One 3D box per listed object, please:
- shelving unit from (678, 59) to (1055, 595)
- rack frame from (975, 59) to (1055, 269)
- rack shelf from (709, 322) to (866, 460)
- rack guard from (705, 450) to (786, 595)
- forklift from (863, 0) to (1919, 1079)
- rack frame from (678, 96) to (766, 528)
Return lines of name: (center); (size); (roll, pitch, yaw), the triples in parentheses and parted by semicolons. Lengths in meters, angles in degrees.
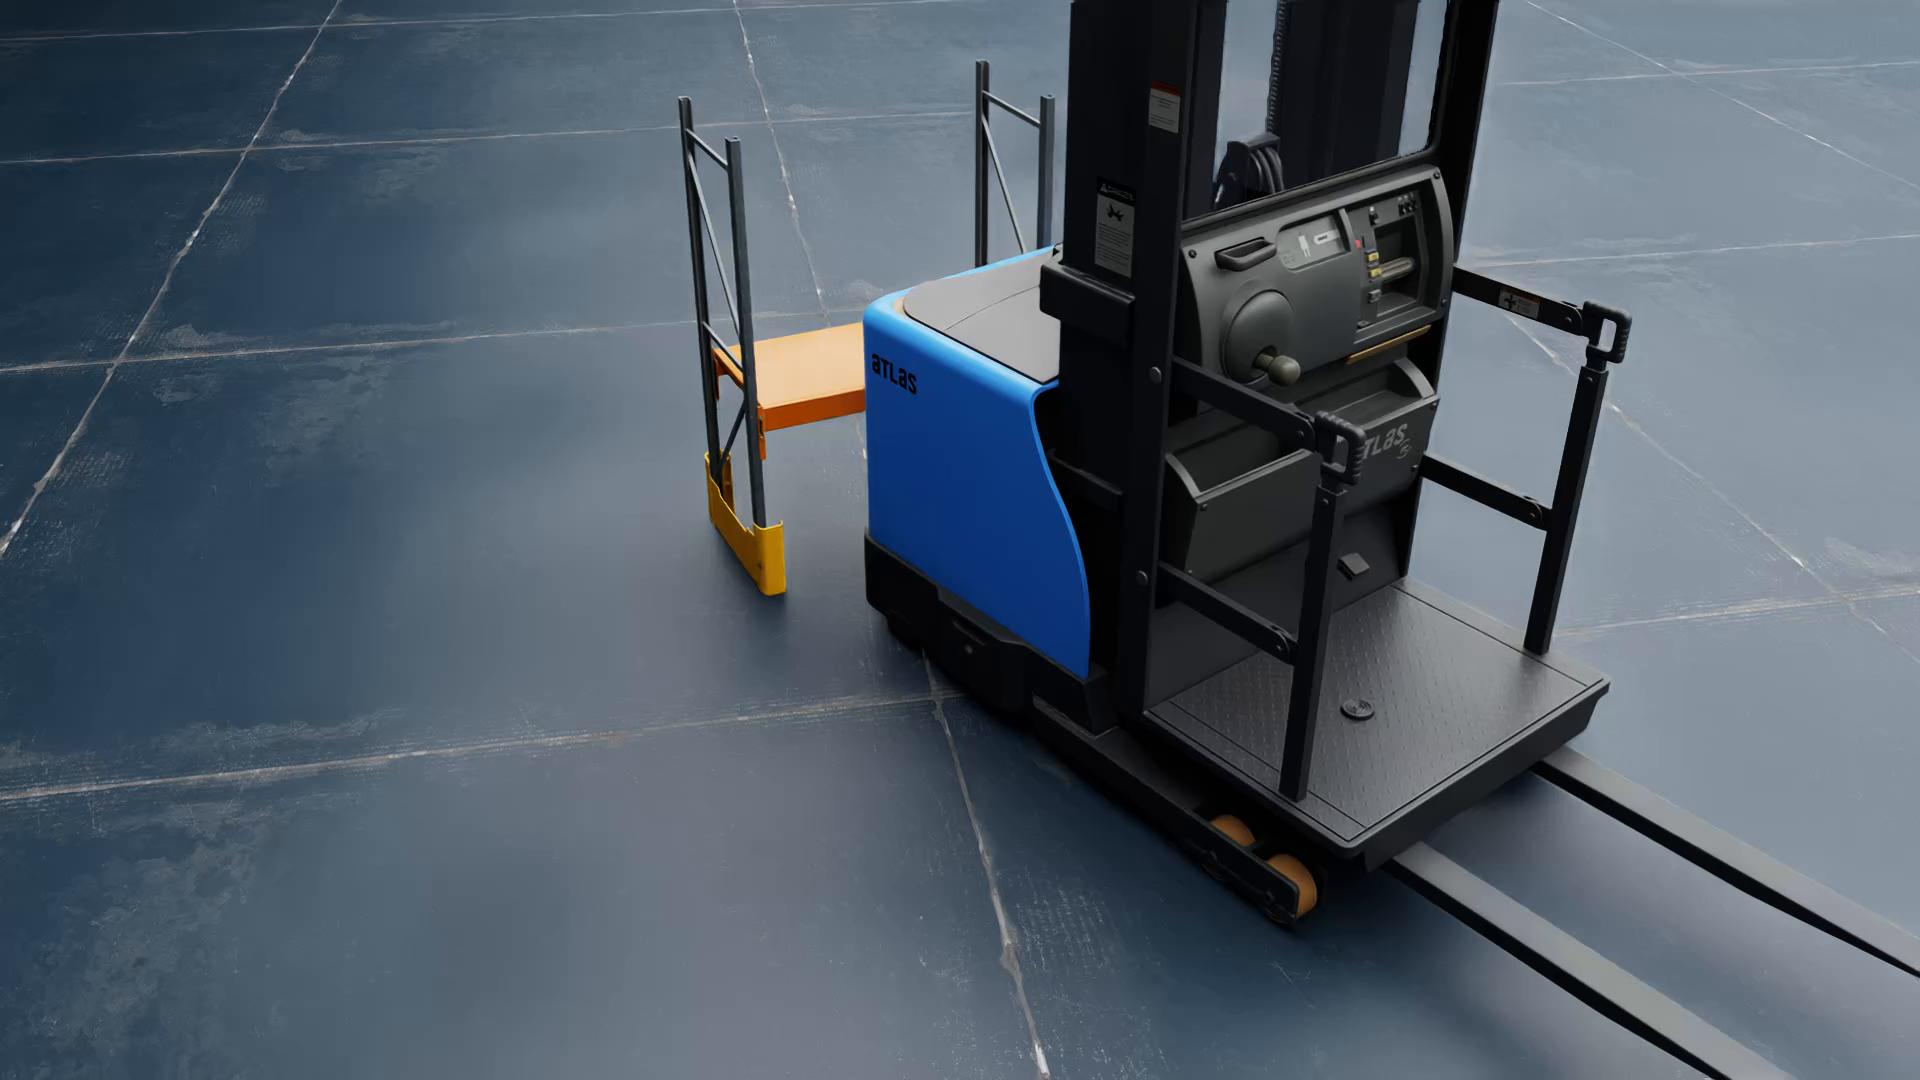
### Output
shelving unit: (-0.278, -0.714, 5.484); (1.083, 1.500, 0.587); (-14, 33, -22)
rack frame: (0.172, -0.823, 5.669); (0.032, 1.500, 0.500); (-14, 33, -22)
rack shelf: (-0.287, -0.557, 5.572); (1.000, 0.185, 0.538); (-14, 33, -22)
rack guard: (-0.728, -0.066, 5.616); (0.087, 0.250, 0.587); (-14, 33, -22)
forklift: (1.016, -0.601, 3.881); (1.130, 2.935, 3.031); (-22, 37, -33)
rack frame: (-0.745, -0.601, 5.292); (0.032, 1.500, 0.500); (-14, 33, -22)
